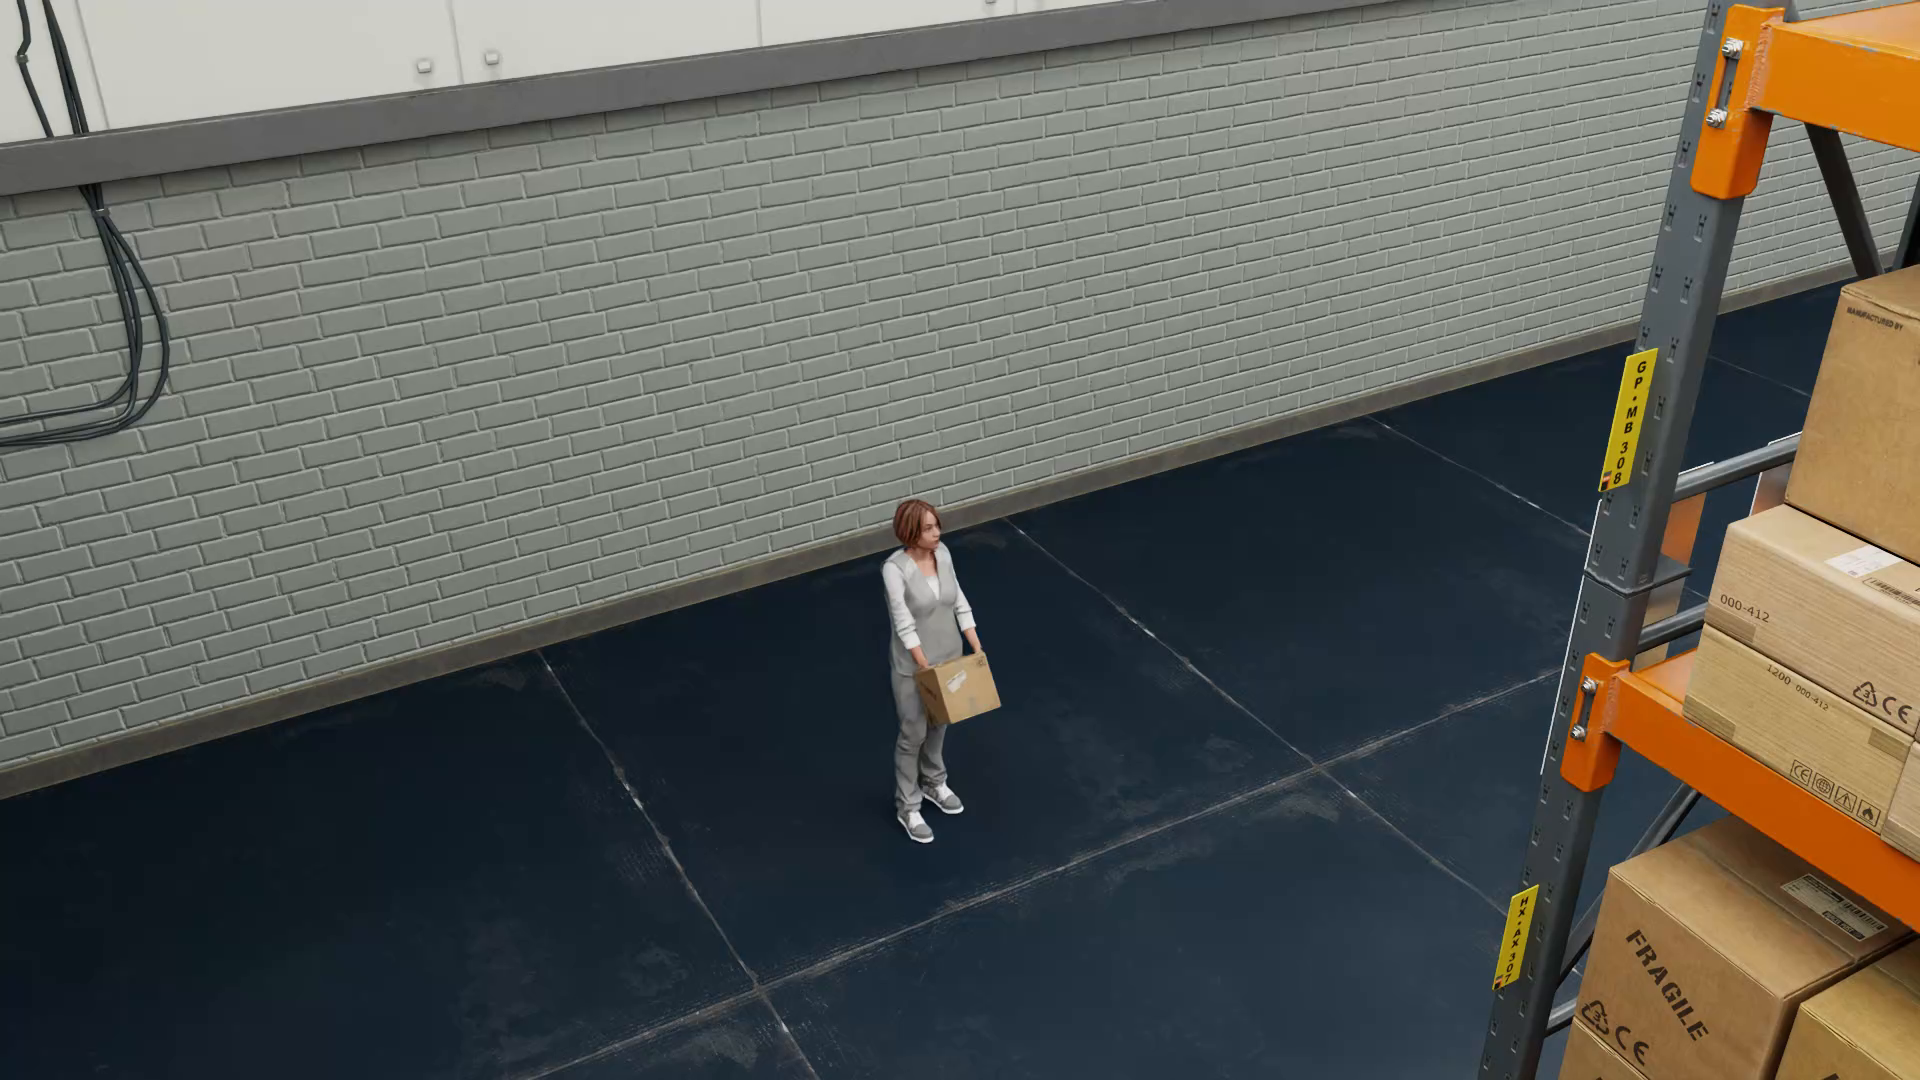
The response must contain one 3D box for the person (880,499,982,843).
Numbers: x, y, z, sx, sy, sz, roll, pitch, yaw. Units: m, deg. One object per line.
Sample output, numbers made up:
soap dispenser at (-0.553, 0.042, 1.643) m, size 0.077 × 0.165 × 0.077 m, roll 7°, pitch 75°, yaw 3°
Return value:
person at (-0.130, 0.579, 7.523) m, size 0.466 × 1.601 × 0.448 m, roll -25°, pitch 38°, yaw -37°
